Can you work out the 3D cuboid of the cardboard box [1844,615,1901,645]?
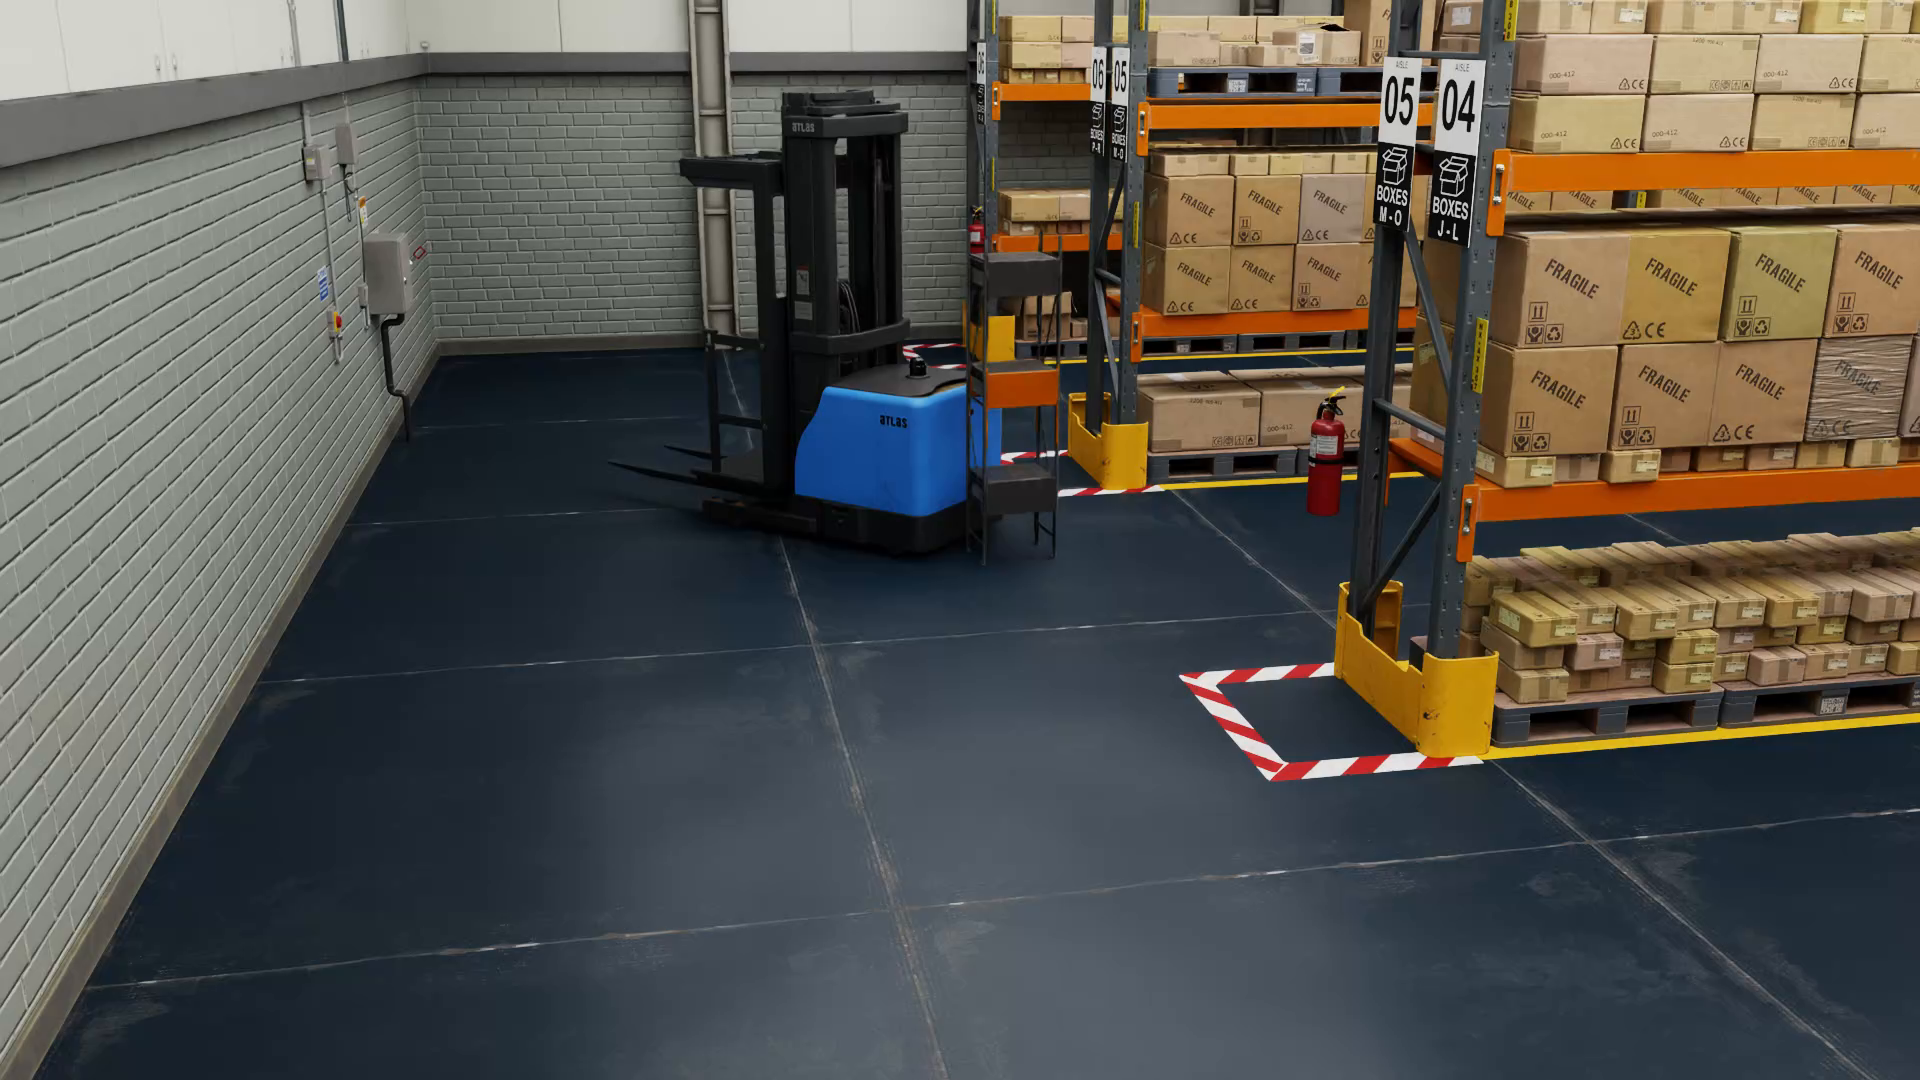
[{"bbox_3d":[4.585,0.396,8.546,0.250,0.149,0.380,-4,18,-13],"label":"cardboard box"}]

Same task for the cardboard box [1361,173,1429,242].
[{"bbox_3d":[3.194,-2.545,12.615,0.500,0.500,0.500,-3,17,-10],"label":"cardboard box"}]

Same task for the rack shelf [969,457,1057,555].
[{"bbox_3d":[0.337,-0.228,10.907,0.480,0.518,0.431,-5,18,-16],"label":"rack shelf"}]

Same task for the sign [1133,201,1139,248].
[{"bbox_3d":[1.269,-2.276,12.004,0.005,0.325,0.100,-3,17,-10],"label":"sign"}]

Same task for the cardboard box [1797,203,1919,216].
[{"bbox_3d":[4.639,-1.447,8.533,0.500,0.500,0.500,-3,17,-10],"label":"cardboard box"}]

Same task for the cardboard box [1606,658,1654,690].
[{"bbox_3d":[3.267,0.608,8.364,0.250,0.149,0.380,-3,17,-10],"label":"cardboard box"}]

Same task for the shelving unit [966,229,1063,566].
[{"bbox_3d":[0.337,-0.910,10.698,0.503,2.100,0.431,-5,18,-16],"label":"shelving unit"}]

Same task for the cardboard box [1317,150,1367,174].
[{"bbox_3d":[2.847,-2.828,12.434,0.250,0.149,0.380,-3,17,-10],"label":"cardboard box"}]

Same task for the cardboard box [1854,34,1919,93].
[{"bbox_3d":[4.195,-2.197,7.650,0.500,0.250,0.500,-4,18,-13],"label":"cardboard box"}]

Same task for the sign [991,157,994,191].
[{"bbox_3d":[0.327,-3.673,16.686,0.005,0.325,0.100,-3,17,-10],"label":"sign"}]

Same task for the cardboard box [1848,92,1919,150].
[{"bbox_3d":[4.227,-1.963,7.740,0.500,0.250,0.500,-3,17,-11],"label":"cardboard box"}]

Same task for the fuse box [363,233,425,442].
[{"bbox_3d":[-4.618,-1.662,13.807,0.414,1.711,0.539,-3,17,-10],"label":"fuse box"}]

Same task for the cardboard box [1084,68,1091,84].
[{"bbox_3d":[1.353,-4.696,16.810,0.250,0.149,0.380,-3,17,-9],"label":"cardboard box"}]

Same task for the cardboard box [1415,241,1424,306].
[{"bbox_3d":[3.695,-2.093,12.848,0.500,0.500,0.500,-4,17,-11],"label":"cardboard box"}]

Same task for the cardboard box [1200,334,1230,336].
[{"bbox_3d":[2.708,-2.522,17.957,0.500,0.500,0.700,-4,18,-13],"label":"cardboard box"}]

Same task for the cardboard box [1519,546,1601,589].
[{"bbox_3d":[3.167,0.163,8.798,0.250,0.149,0.380,-4,17,-12],"label":"cardboard box"}]

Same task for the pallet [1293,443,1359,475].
[{"bbox_3d":[3.135,-0.786,13.510,1.213,0.211,1.003,-3,17,-10],"label":"pallet"}]

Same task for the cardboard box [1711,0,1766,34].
[{"bbox_3d":[3.341,-2.324,7.385,0.250,0.149,0.380,-3,17,-10],"label":"cardboard box"}]

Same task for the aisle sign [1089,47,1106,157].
[{"bbox_3d":[1.040,-3.313,12.561,0.004,0.787,0.394,-3,17,-10],"label":"aisle sign"}]

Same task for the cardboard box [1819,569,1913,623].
[{"bbox_3d":[4.568,0.280,8.417,0.250,0.149,0.380,-4,17,-12],"label":"cardboard box"}]

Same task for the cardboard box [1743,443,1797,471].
[{"bbox_3d":[3.851,-0.460,8.128,0.250,0.149,0.380,-4,17,-12],"label":"cardboard box"}]

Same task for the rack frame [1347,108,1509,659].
[{"bbox_3d":[2.207,-0.563,8.037,0.127,3.000,1.000,-3,17,-10],"label":"rack frame"}]

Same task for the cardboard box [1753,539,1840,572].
[{"bbox_3d":[4.468,0.128,8.912,0.250,0.149,0.380,-4,18,-13],"label":"cardboard box"}]

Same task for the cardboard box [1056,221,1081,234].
[{"bbox_3d":[1.091,-3.287,17.331,0.250,0.149,0.380,-3,17,-11],"label":"cardboard box"}]

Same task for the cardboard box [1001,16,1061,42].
[{"bbox_3d":[0.707,-5.111,16.632,0.500,0.250,0.500,-3,17,-11],"label":"cardboard box"}]

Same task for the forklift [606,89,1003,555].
[{"bbox_3d":[-1.211,-1.614,11.575,3.031,2.935,1.130,11,20,32],"label":"forklift"}]

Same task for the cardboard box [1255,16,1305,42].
[{"bbox_3d":[3.205,-5.253,17.095,0.500,0.250,0.500,-4,17,-11],"label":"cardboard box"}]

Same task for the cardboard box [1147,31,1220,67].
[{"bbox_3d":[1.594,-3.646,12.336,0.500,0.250,0.500,-5,18,-16],"label":"cardboard box"}]

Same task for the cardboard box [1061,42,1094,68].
[{"bbox_3d":[1.207,-4.900,16.796,0.500,0.250,0.500,-3,17,-9],"label":"cardboard box"}]

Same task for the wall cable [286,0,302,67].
[{"bbox_3d":[-4.362,-4.454,10.488,0.029,3.000,0.463,-3,17,-10],"label":"wall cable"}]

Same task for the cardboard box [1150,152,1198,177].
[{"bbox_3d":[1.570,-2.760,12.212,0.250,0.149,0.380,-3,17,-9],"label":"cardboard box"}]

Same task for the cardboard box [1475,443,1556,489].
[{"bbox_3d":[2.588,-0.367,7.825,0.250,0.149,0.380,-3,17,-11],"label":"cardboard box"}]

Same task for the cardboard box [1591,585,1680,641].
[{"bbox_3d":[3.306,0.356,8.171,0.250,0.149,0.380,-3,17,-11],"label":"cardboard box"}]

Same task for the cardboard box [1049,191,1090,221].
[{"bbox_3d":[1.215,-3.462,17.222,0.500,0.250,0.500,-3,17,-10],"label":"cardboard box"}]

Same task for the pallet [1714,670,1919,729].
[{"bbox_3d":[4.282,0.663,8.792,1.213,0.211,1.003,-3,17,-10],"label":"pallet"}]

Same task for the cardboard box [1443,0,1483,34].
[{"bbox_3d":[2.478,-2.458,7.823,0.250,0.149,0.380,-3,17,-11],"label":"cardboard box"}]

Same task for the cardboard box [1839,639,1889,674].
[{"bbox_3d":[4.529,0.549,8.556,0.250,0.149,0.380,-3,17,-9],"label":"cardboard box"}]

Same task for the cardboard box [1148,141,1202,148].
[{"bbox_3d":[2.193,-3.876,17.293,0.500,0.500,0.500,-3,17,-9],"label":"cardboard box"}]

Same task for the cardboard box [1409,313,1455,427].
[{"bbox_3d":[2.600,-0.852,8.302,0.500,0.500,0.500,-3,17,-9],"label":"cardboard box"}]

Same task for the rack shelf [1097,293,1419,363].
[{"bbox_3d":[3.133,-1.752,13.133,4.000,0.370,1.077,-3,17,-10],"label":"rack shelf"}]

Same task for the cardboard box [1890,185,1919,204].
[{"bbox_3d":[7.575,-2.795,13.430,0.500,0.500,0.500,-3,17,-10],"label":"cardboard box"}]

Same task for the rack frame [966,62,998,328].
[{"bbox_3d":[0.224,-3.415,17.322,0.127,3.000,1.000,-3,17,-10],"label":"rack frame"}]

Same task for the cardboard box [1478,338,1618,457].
[{"bbox_3d":[2.701,-0.699,7.801,0.500,0.500,0.500,-2,17,-8],"label":"cardboard box"}]

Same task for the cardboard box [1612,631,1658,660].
[{"bbox_3d":[3.274,0.463,8.328,0.250,0.149,0.380,-3,17,-10],"label":"cardboard box"}]

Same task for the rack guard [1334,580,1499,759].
[{"bbox_3d":[2.282,0.627,8.418,0.348,0.500,1.175,-3,17,-10],"label":"rack guard"}]

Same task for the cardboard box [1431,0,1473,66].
[{"bbox_3d":[3.779,-3.855,12.583,0.637,0.503,0.797,-2,17,-6],"label":"cardboard box"}]

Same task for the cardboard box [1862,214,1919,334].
[{"bbox_3d":[4.713,-1.295,8.040,0.500,0.500,0.500,-3,17,-9],"label":"cardboard box"}]

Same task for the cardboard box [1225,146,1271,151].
[{"bbox_3d":[2.221,-2.960,12.862,0.250,0.149,0.380,-3,17,-9],"label":"cardboard box"}]
